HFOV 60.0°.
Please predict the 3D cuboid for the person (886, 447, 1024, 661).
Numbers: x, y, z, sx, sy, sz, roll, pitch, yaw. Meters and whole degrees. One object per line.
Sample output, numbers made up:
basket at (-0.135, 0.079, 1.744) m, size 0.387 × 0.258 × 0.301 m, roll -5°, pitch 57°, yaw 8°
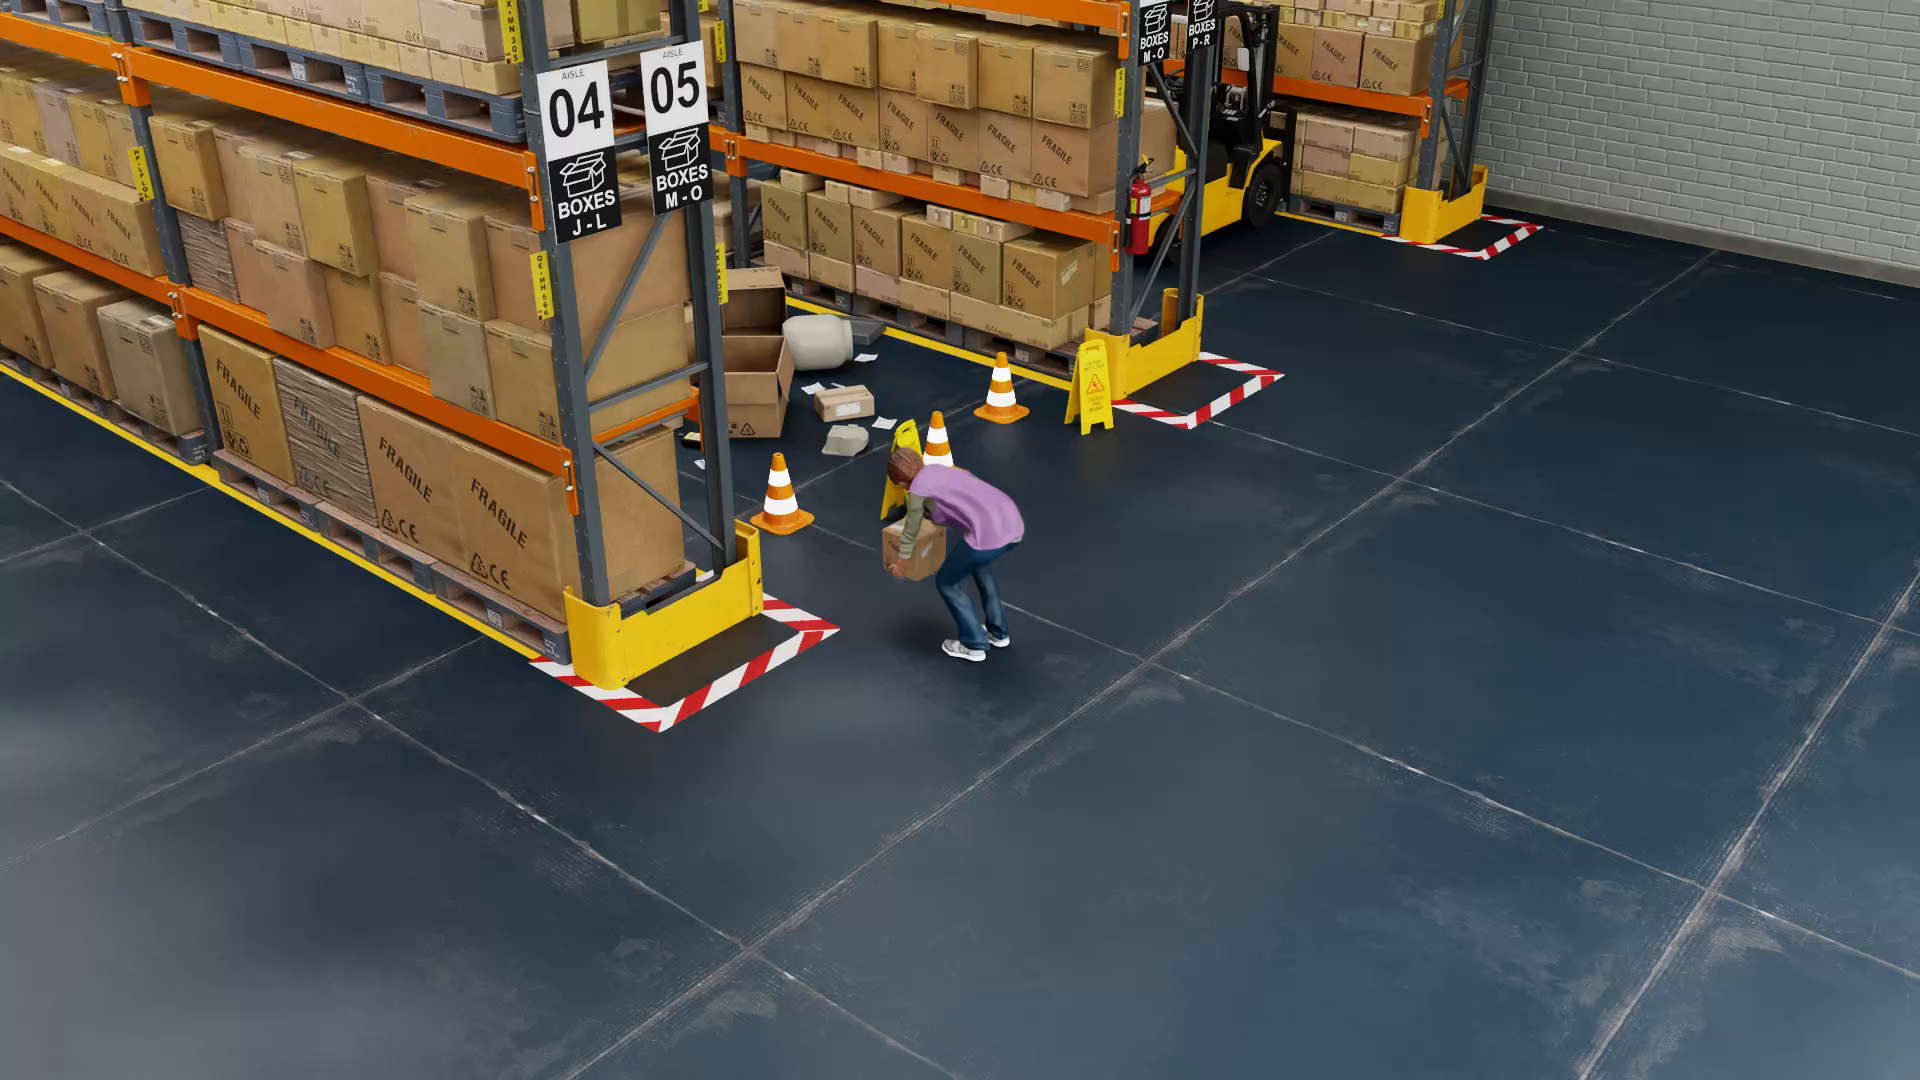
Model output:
person at (-0.045, 0.072, 9.054) m, size 0.850 × 1.078 × 0.408 m, roll 19°, pitch 33°, yaw 32°
